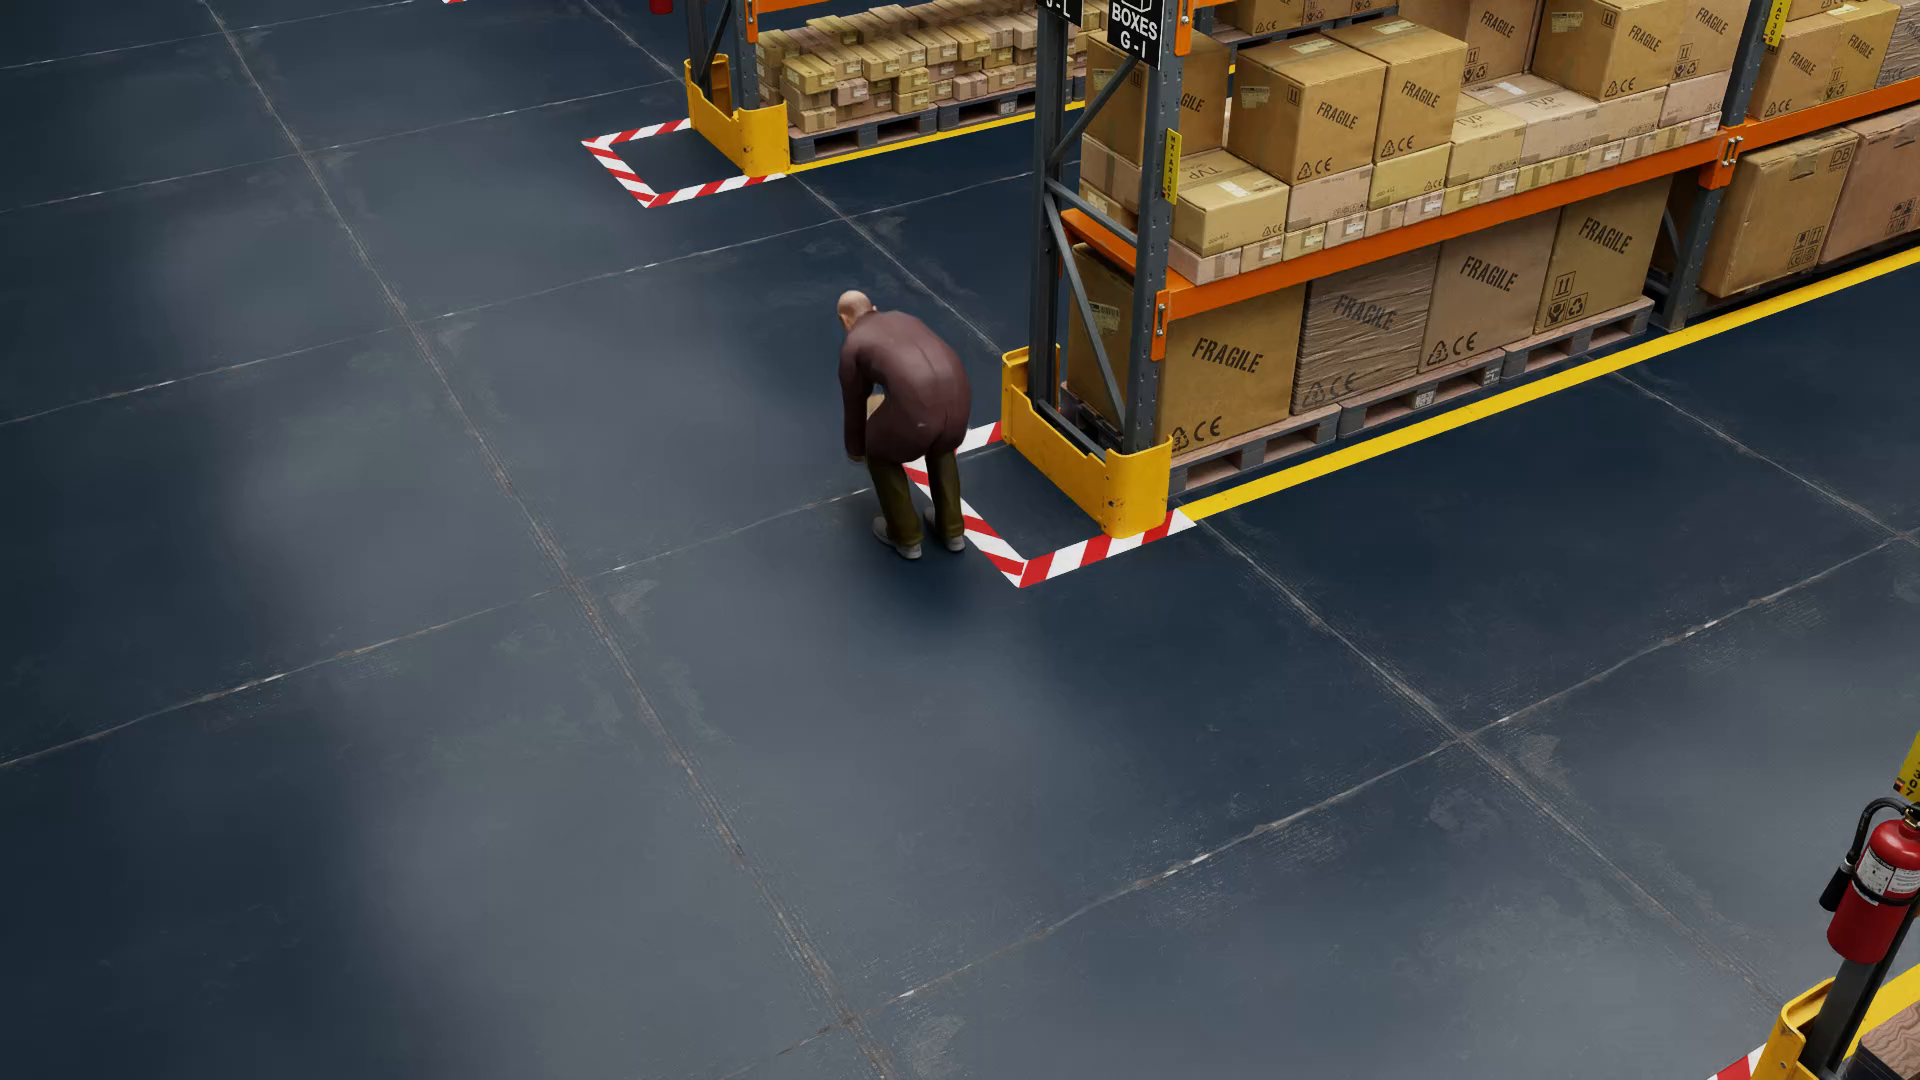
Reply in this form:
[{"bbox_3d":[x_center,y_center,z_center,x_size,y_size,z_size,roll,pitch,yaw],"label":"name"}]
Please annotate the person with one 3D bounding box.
[{"bbox_3d":[-0.307,-0.565,8.235,0.558,1.157,0.945,-20,41,-25],"label":"person"}]
